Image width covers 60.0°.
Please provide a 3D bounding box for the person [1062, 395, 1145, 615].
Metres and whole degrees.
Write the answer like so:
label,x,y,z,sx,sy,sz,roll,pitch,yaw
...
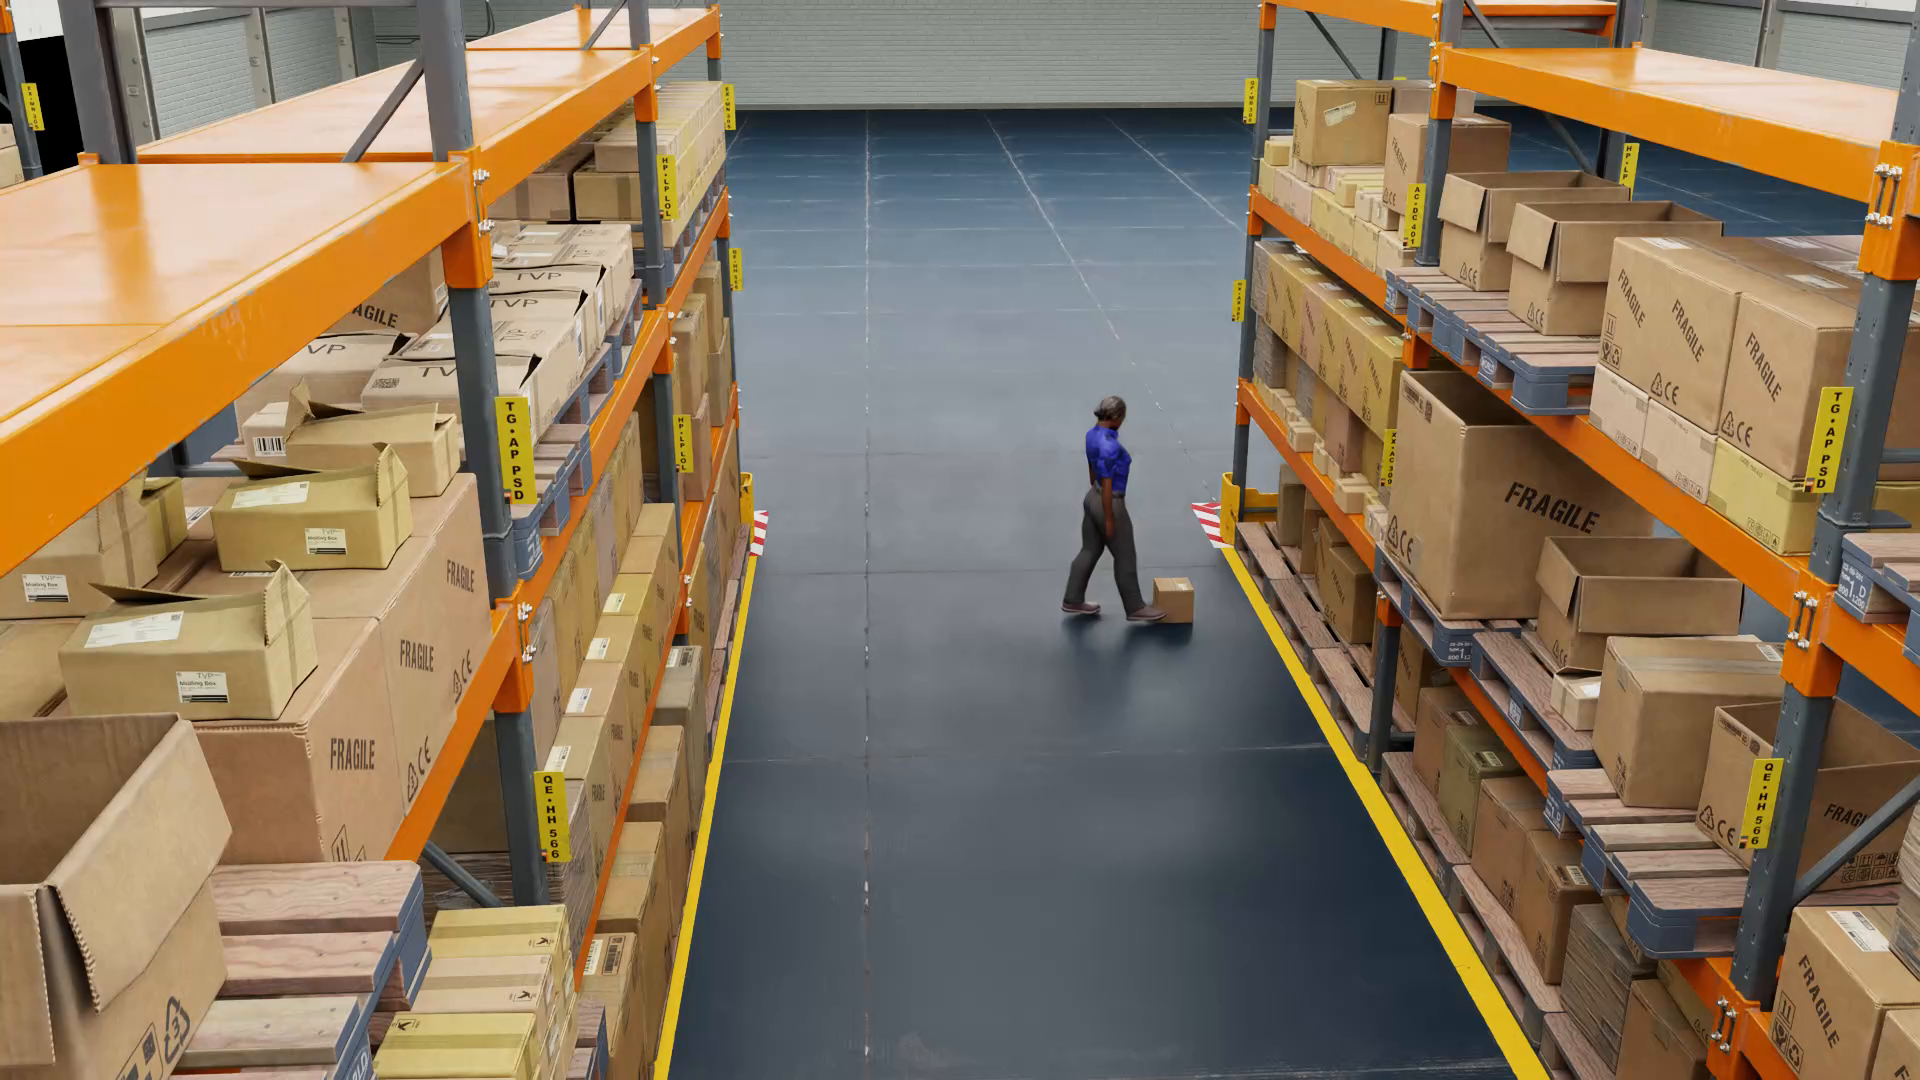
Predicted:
label,x,y,z,sx,sy,sz,roll,pitch,yaw
person,1.022,-0.248,11.648,0.556,1.579,0.479,-3,21,-9
